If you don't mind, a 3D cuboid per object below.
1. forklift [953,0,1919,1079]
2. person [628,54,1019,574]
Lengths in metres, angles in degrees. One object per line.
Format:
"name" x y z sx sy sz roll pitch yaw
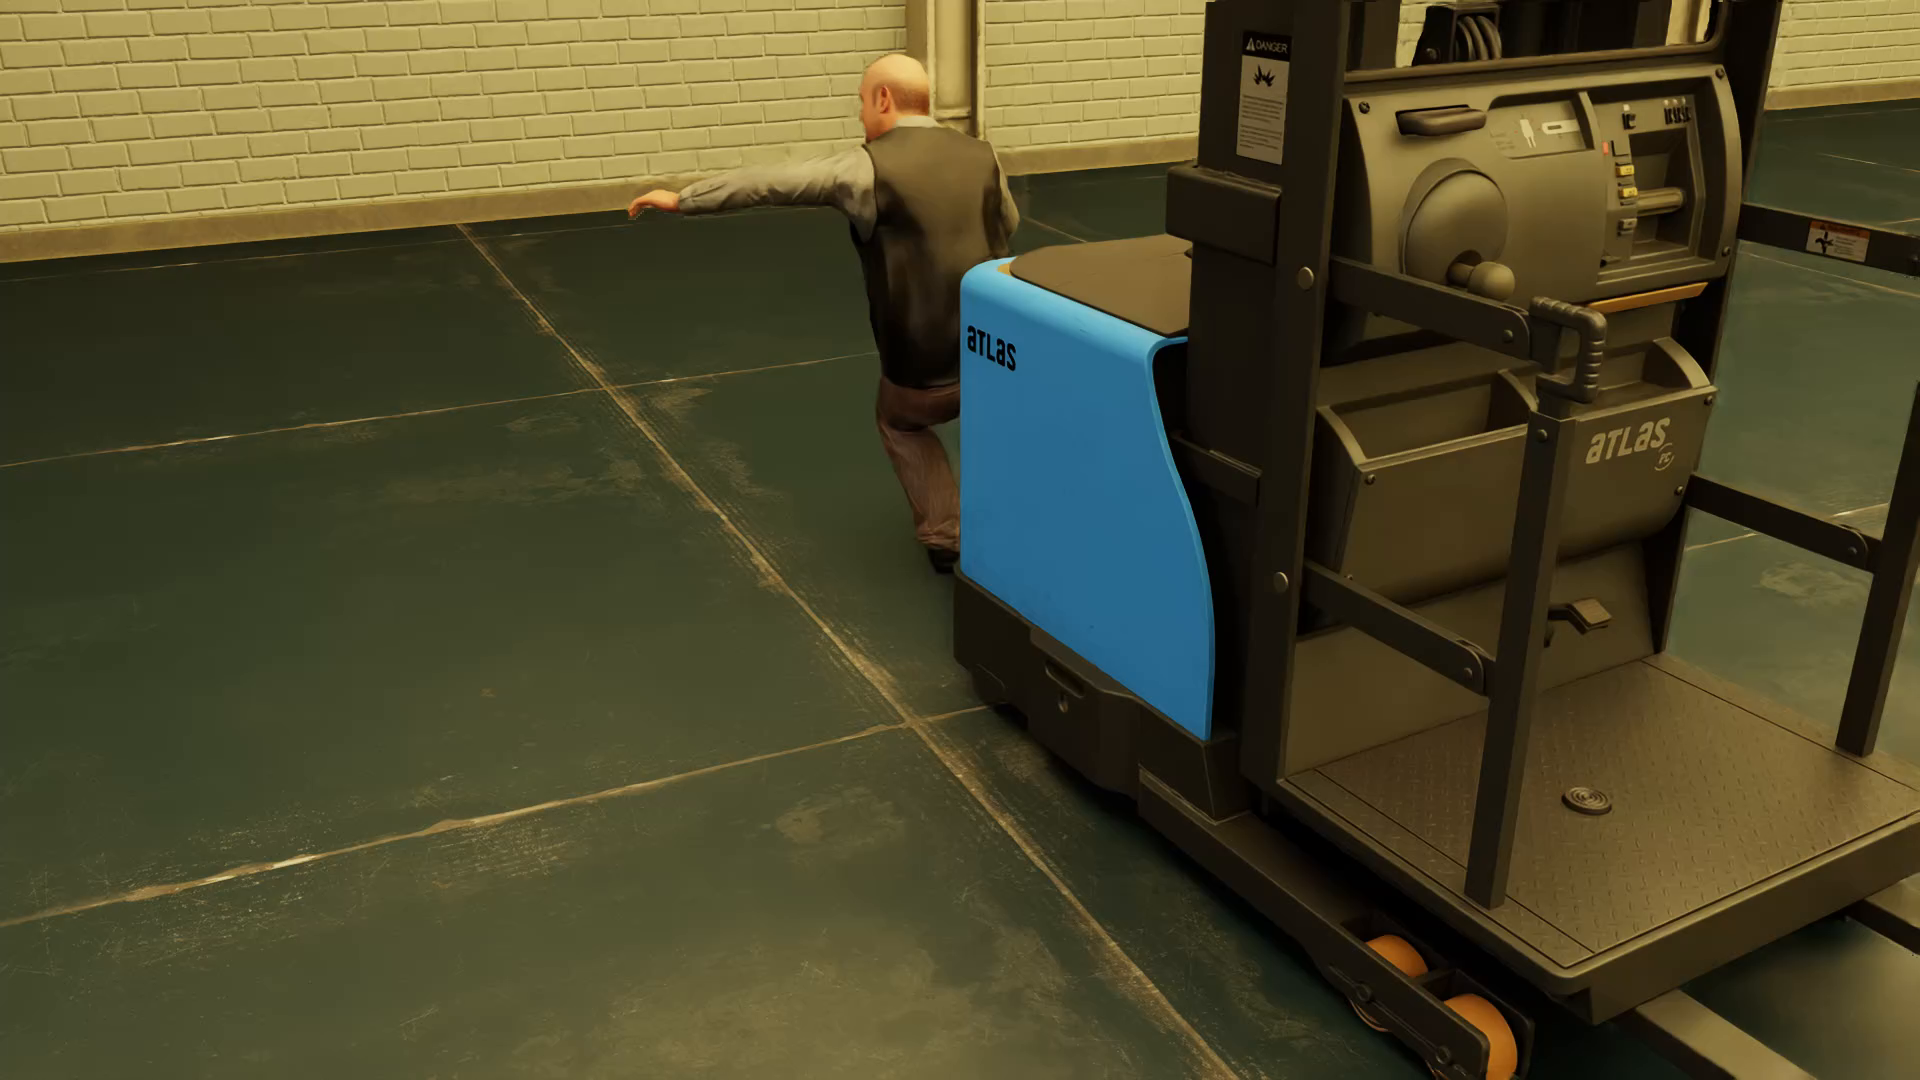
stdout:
"forklift" 1.157 -0.610 2.756 1.130 2.935 3.031 -13 26 -28
"person" -0.096 -0.635 4.748 1.528 1.457 0.785 -13 26 -29
